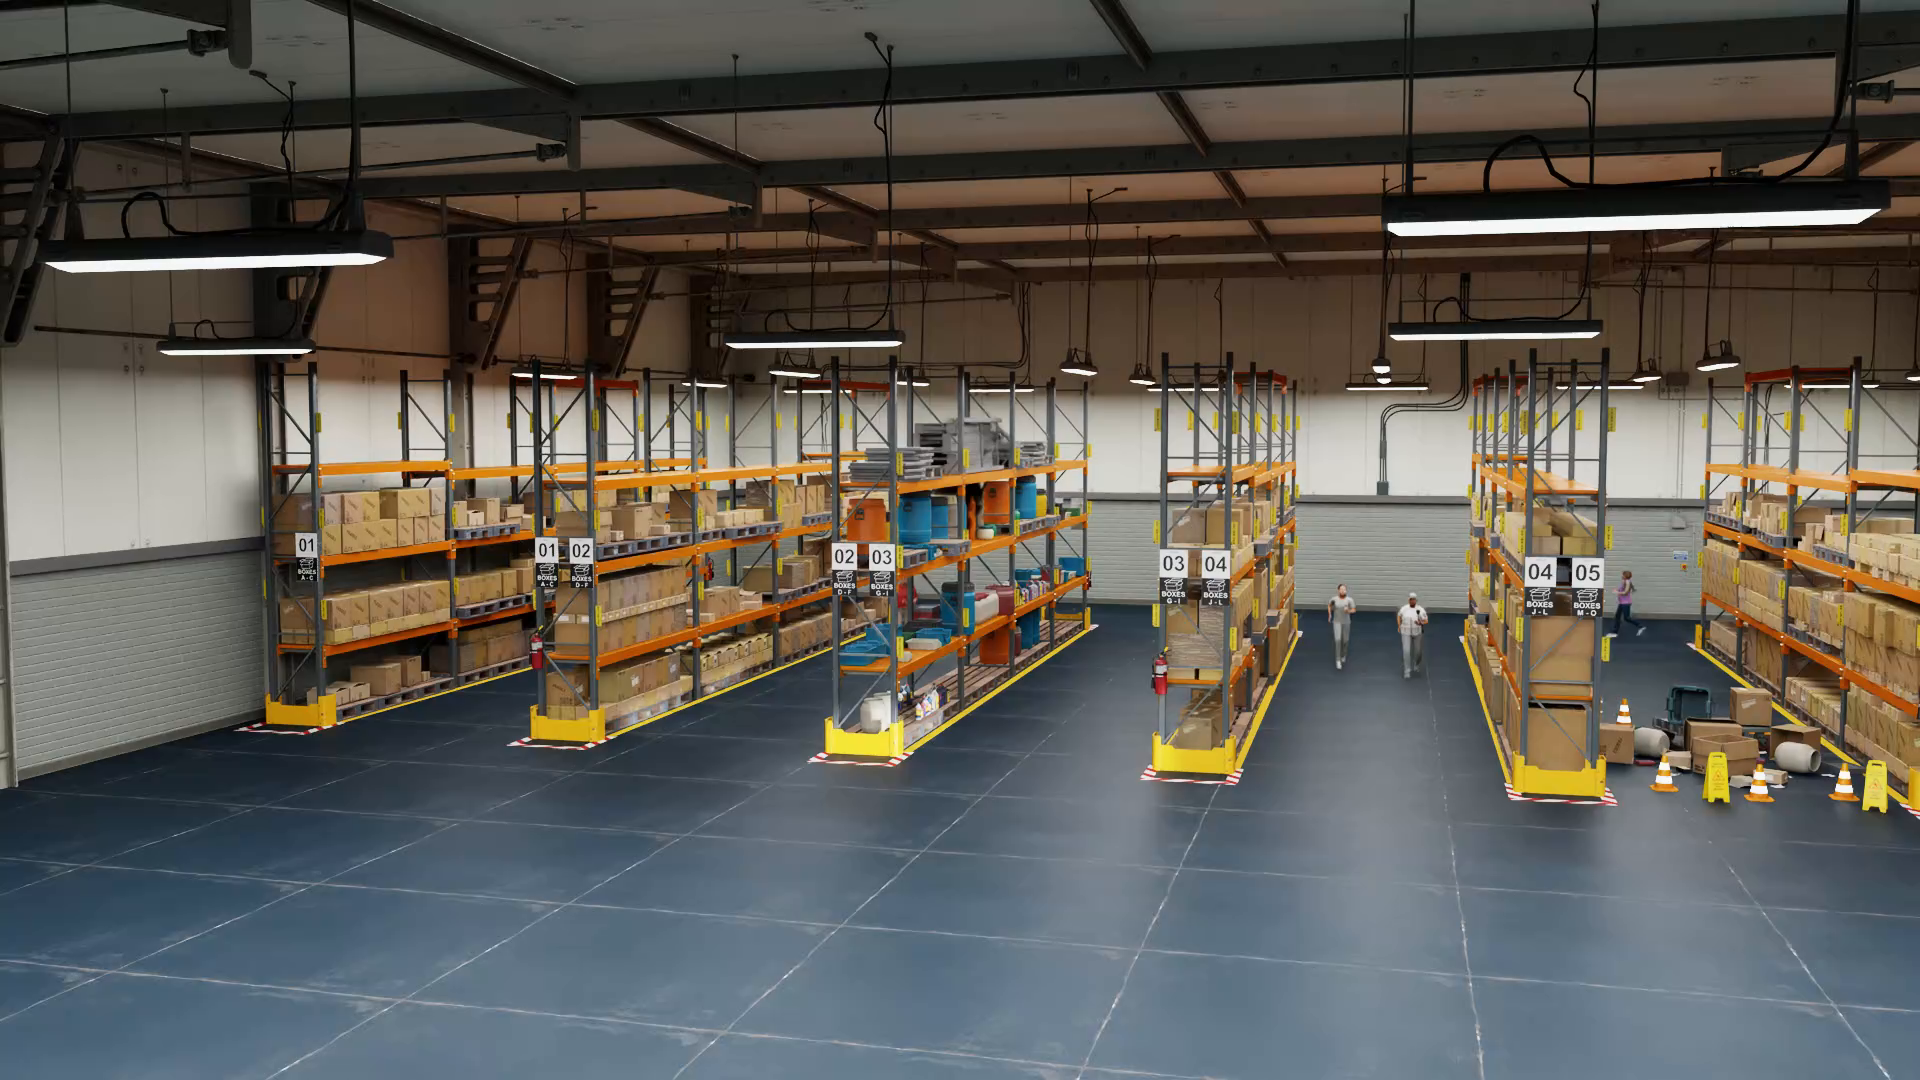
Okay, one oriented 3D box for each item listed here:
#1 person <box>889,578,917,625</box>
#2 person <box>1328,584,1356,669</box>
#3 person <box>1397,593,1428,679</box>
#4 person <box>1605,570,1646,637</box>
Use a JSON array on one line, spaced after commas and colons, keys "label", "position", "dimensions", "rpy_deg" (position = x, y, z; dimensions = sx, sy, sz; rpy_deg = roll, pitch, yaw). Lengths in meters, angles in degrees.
[{"label": "person", "position": [-1.247, 1.605, 36.235], "dimensions": [0.636, 1.747, 0.703], "rpy_deg": [0, 4, 2]}, {"label": "person", "position": [7.844, 1.743, 34.186], "dimensions": [0.551, 1.693, 0.904], "rpy_deg": [1, 4, 9]}, {"label": "person", "position": [8.884, 1.865, 32.690], "dimensions": [0.614, 1.643, 0.883], "rpy_deg": [1, 4, 17]}, {"label": "person", "position": [15.440, 1.482, 38.540], "dimensions": [0.886, 1.578, 0.541], "rpy_deg": [1, 4, 16]}]
